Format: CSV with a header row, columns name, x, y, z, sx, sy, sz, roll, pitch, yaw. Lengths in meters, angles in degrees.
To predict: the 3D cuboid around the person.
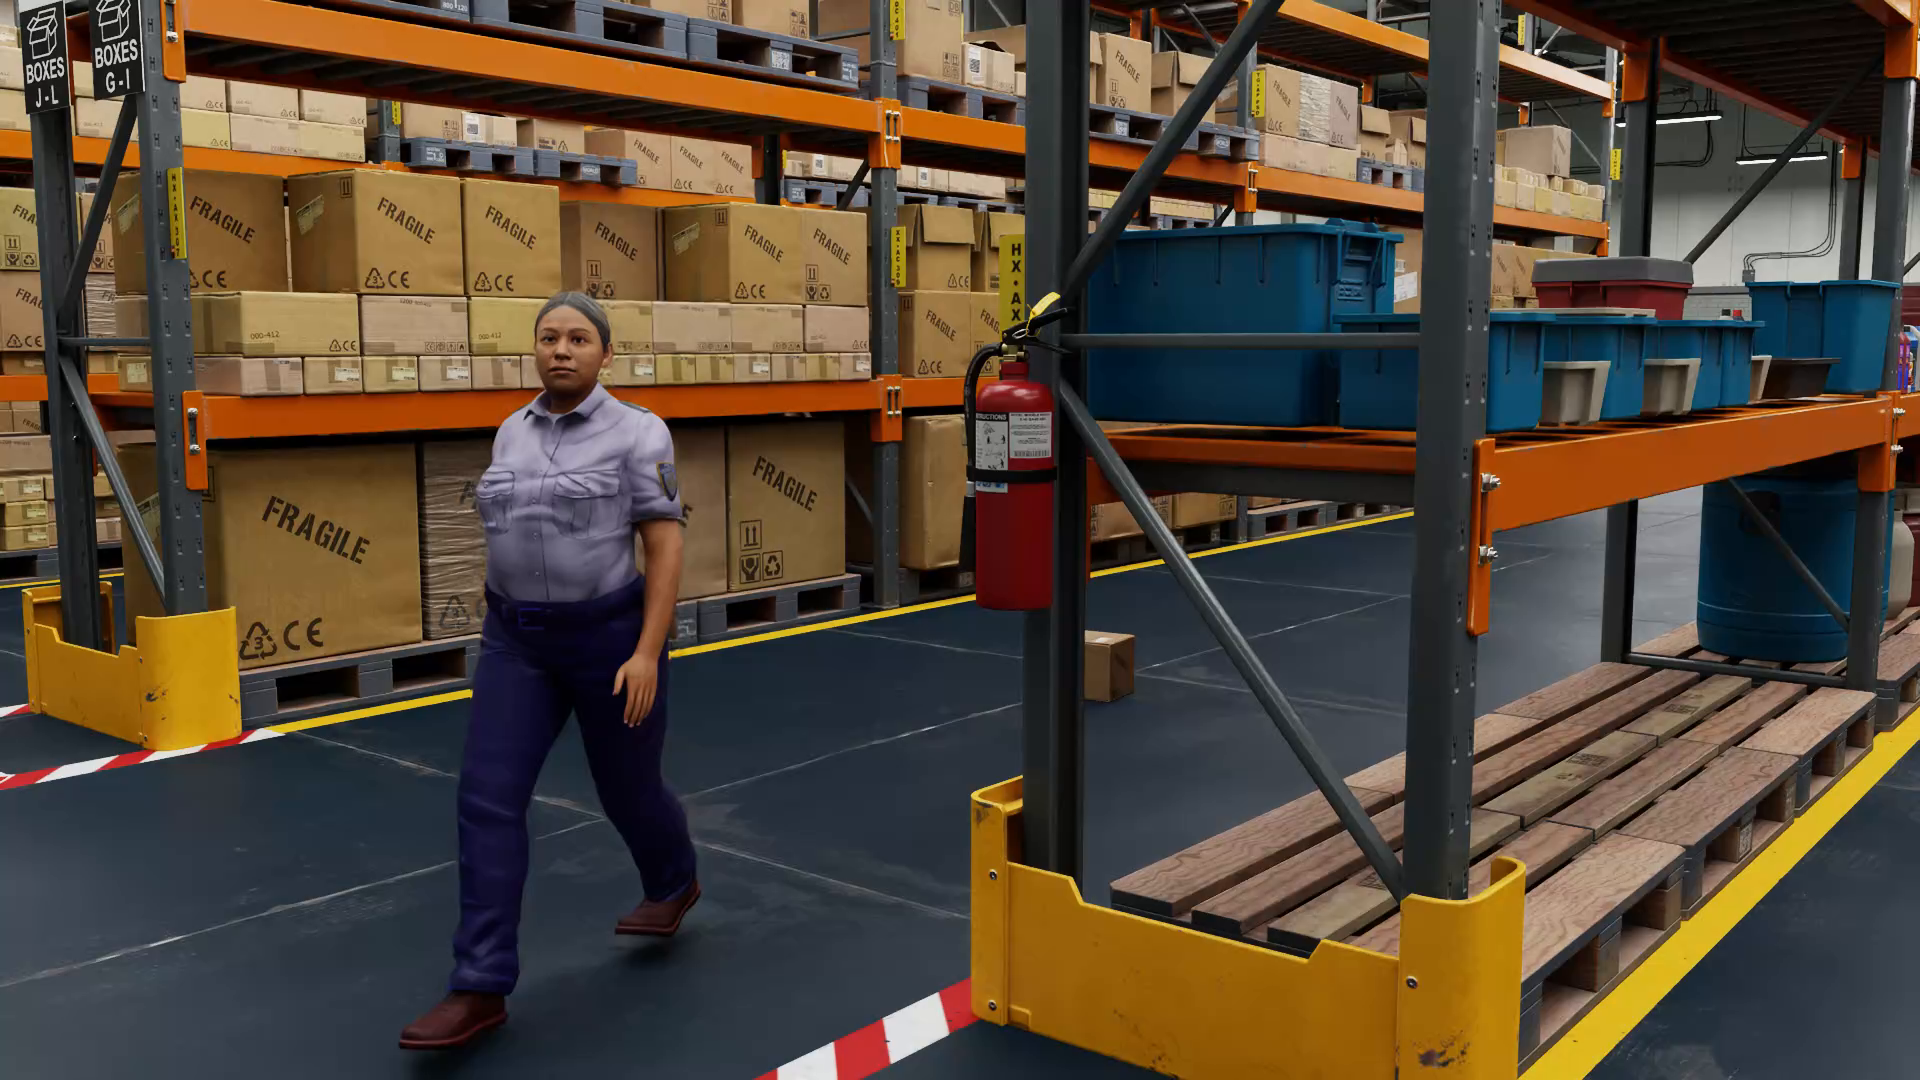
name,x,y,z,sx,sy,sz,roll,pitch,yaw
person,-0.869,0.245,3.745,0.512,1.598,0.978,2,7,14
